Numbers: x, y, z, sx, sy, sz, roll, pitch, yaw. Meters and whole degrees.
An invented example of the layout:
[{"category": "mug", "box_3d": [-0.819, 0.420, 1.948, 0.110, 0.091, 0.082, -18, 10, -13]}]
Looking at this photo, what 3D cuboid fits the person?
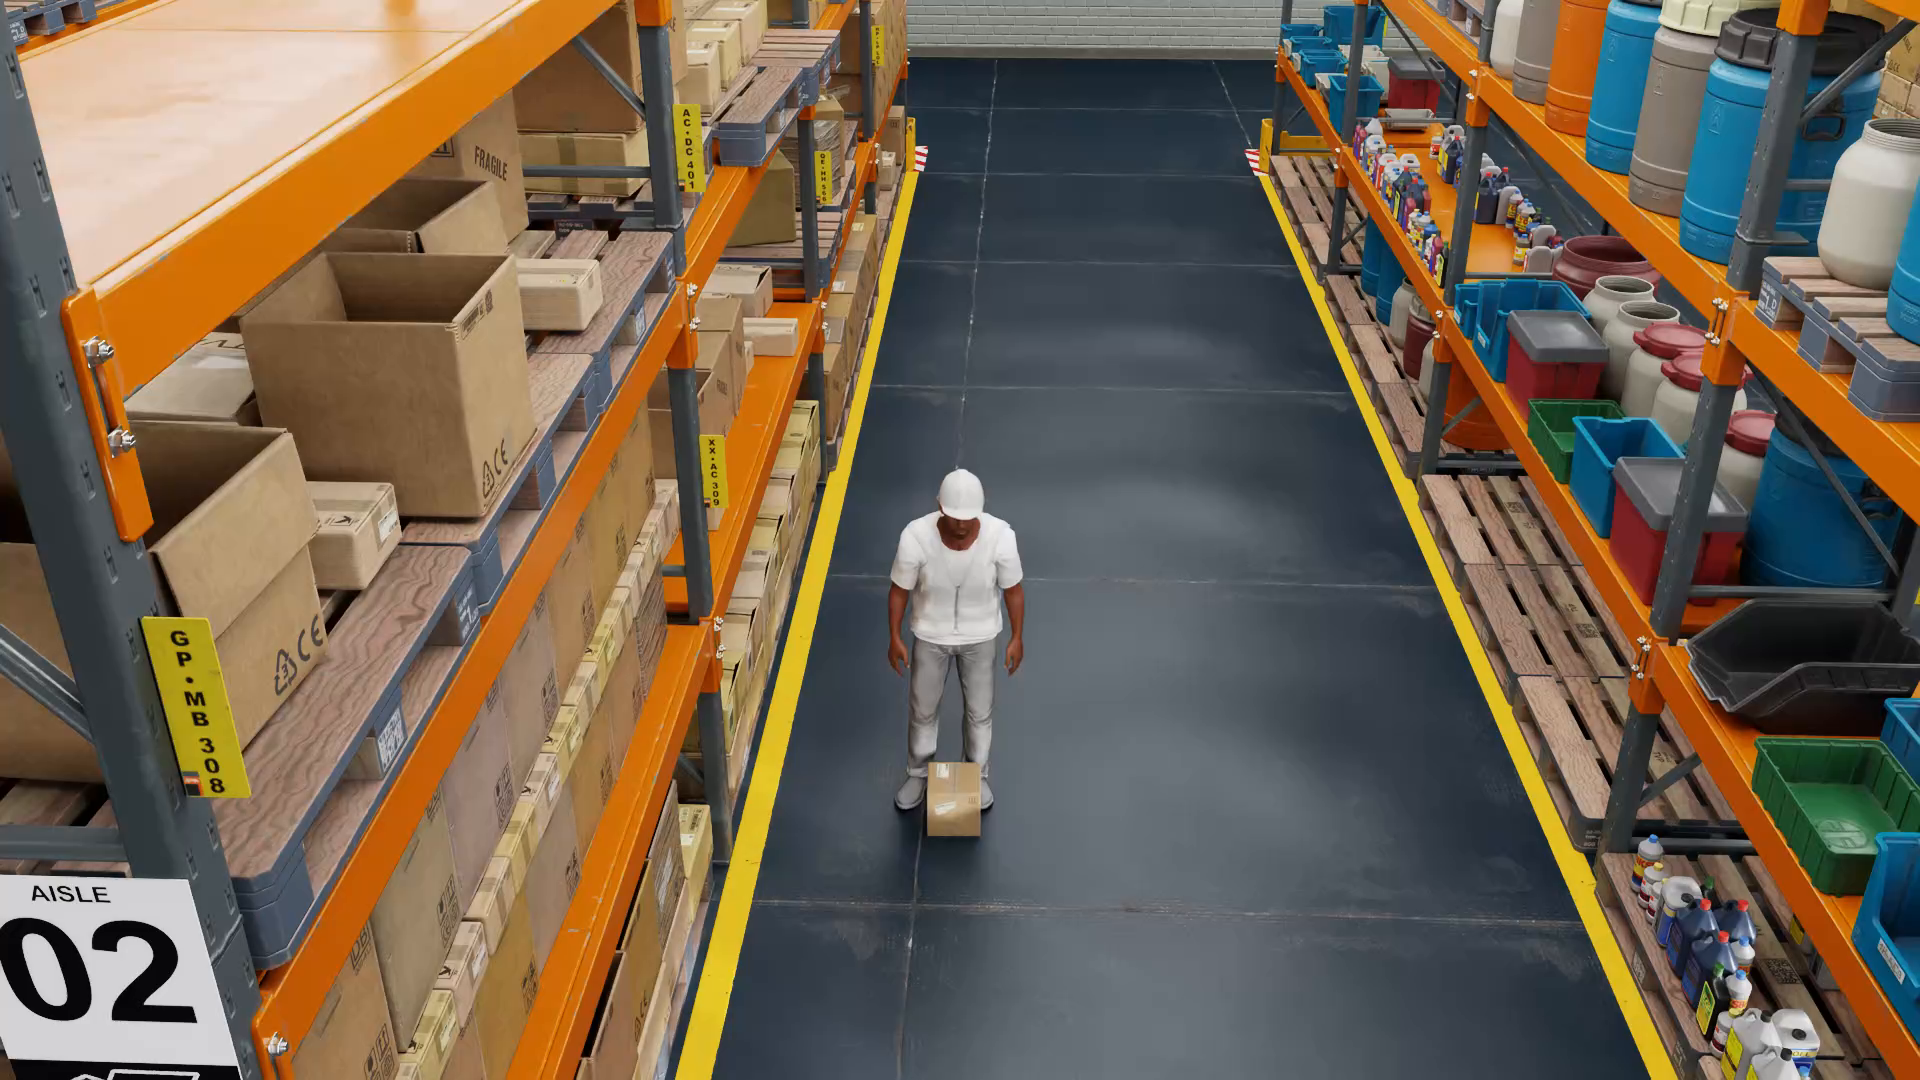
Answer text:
[{"category": "person", "box_3d": [-0.018, 0.457, 7.735, 0.635, 1.761, 0.454, 0, 28, -1]}]
